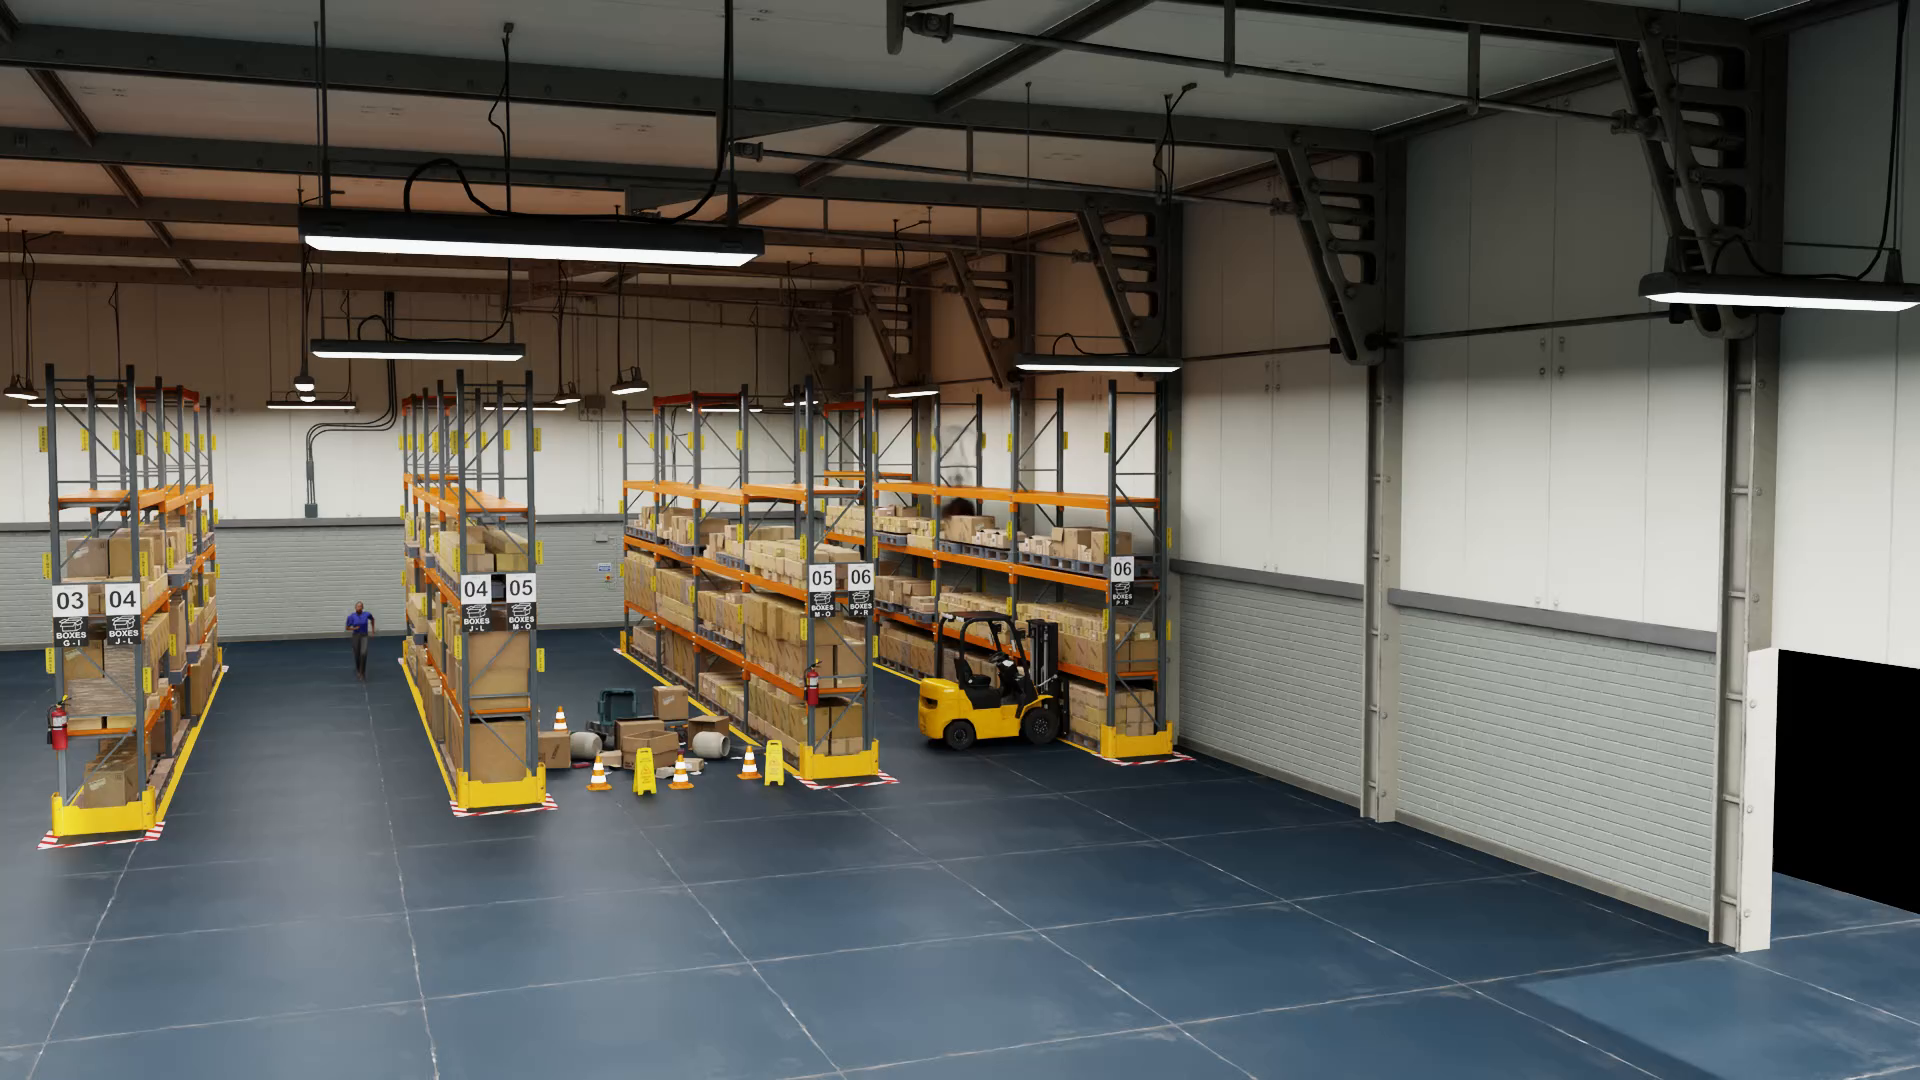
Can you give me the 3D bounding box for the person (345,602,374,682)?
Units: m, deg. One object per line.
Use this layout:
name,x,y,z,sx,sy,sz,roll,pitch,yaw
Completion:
person,-12.693,2.134,35.188,0.599,1.695,0.842,-2,4,-24
